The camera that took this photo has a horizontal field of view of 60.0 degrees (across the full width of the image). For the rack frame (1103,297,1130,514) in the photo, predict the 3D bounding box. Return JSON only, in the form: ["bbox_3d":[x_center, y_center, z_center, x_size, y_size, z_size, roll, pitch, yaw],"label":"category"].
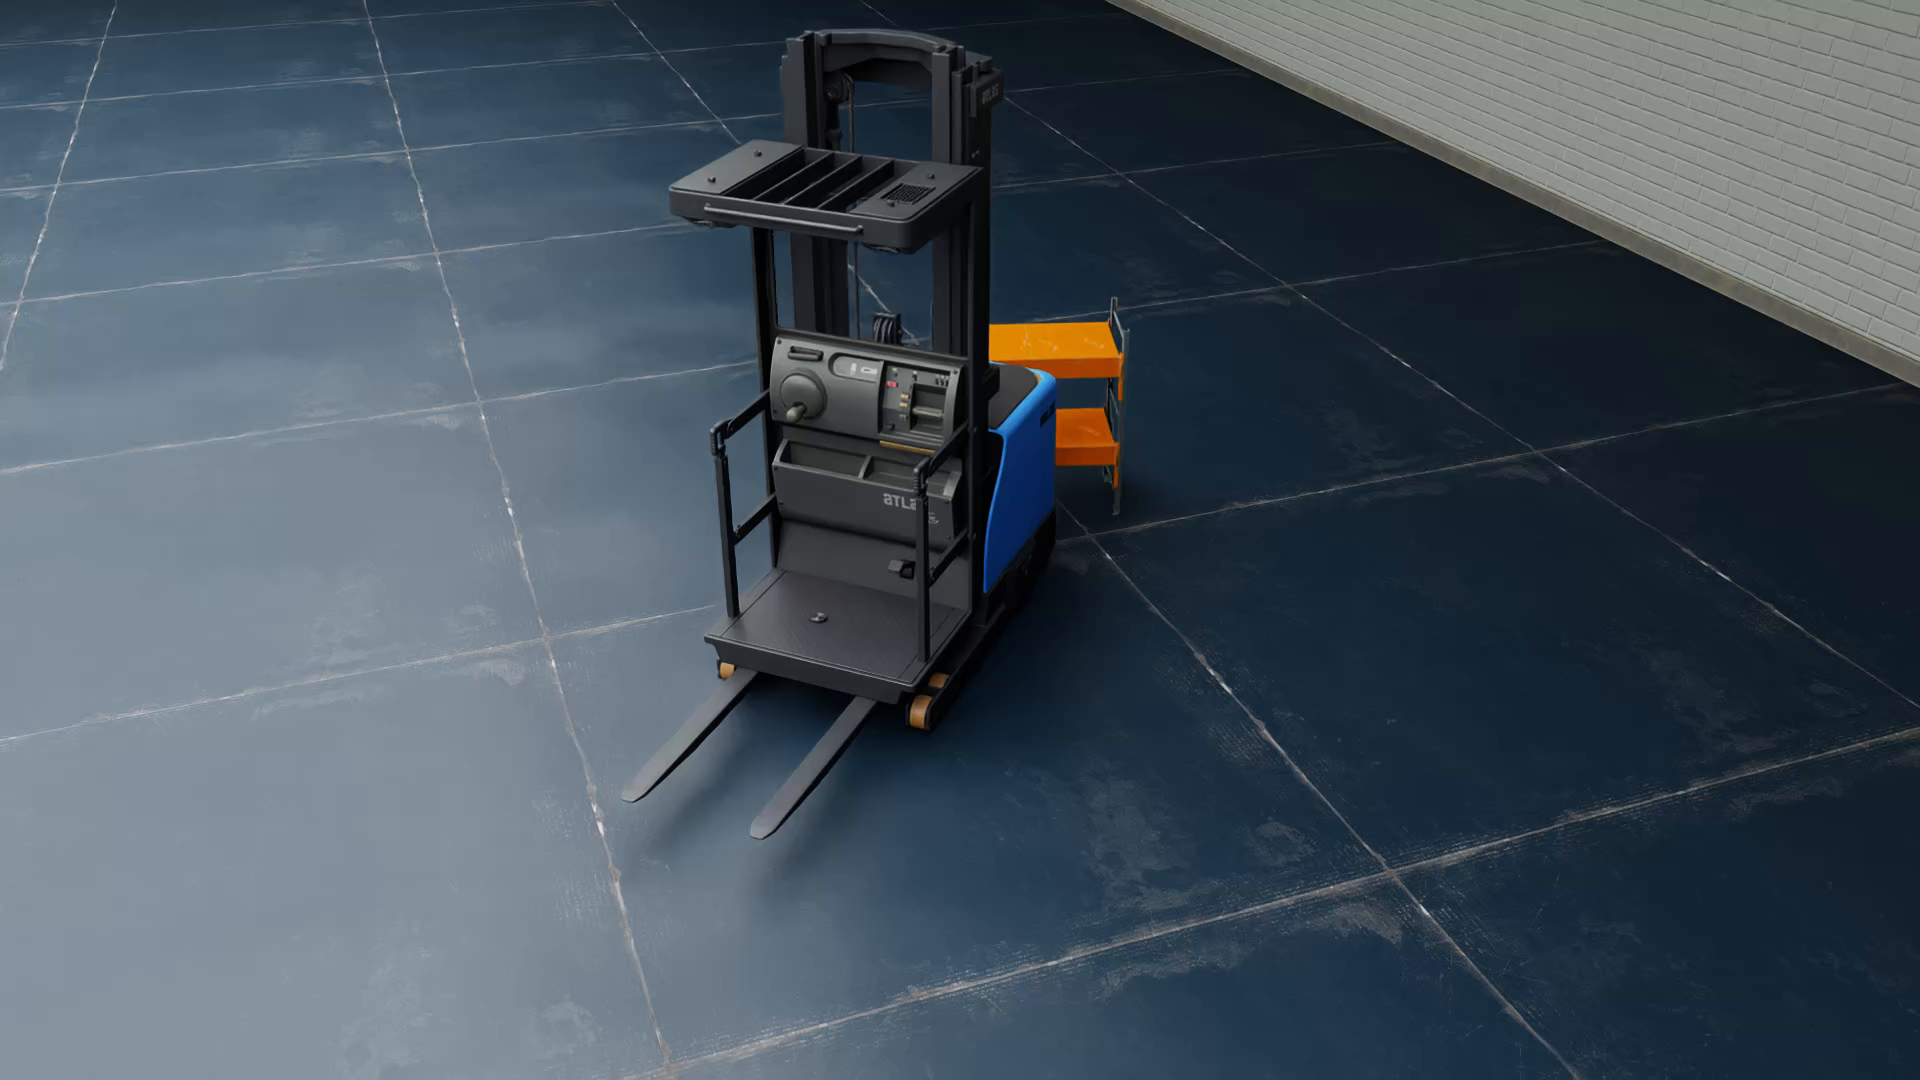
[{"bbox_3d":[0.884,-0.759,9.446,0.032,1.125,0.500,-2,30,-3],"label":"rack frame"}]

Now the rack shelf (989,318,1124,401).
[{"bbox_3d":[0.377,-0.998,9.275,1.000,0.278,0.538,-2,30,-3],"label":"rack shelf"}]

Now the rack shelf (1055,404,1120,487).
[{"bbox_3d":[0.377,-0.531,9.541,1.000,0.278,0.538,-2,30,-3],"label":"rack shelf"}]

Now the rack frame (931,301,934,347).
[{"bbox_3d":[-0.131,-0.729,9.393,0.032,1.125,0.500,-2,30,-3],"label":"rack frame"}]

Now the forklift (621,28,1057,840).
[{"bbox_3d":[-0.518,-0.631,7.397,1.130,2.935,3.031,12,32,20],"label":"forklift"}]

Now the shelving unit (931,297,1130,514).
[{"bbox_3d":[0.377,-0.744,9.419,1.048,1.125,0.538,-2,30,-3],"label":"shelving unit"}]
